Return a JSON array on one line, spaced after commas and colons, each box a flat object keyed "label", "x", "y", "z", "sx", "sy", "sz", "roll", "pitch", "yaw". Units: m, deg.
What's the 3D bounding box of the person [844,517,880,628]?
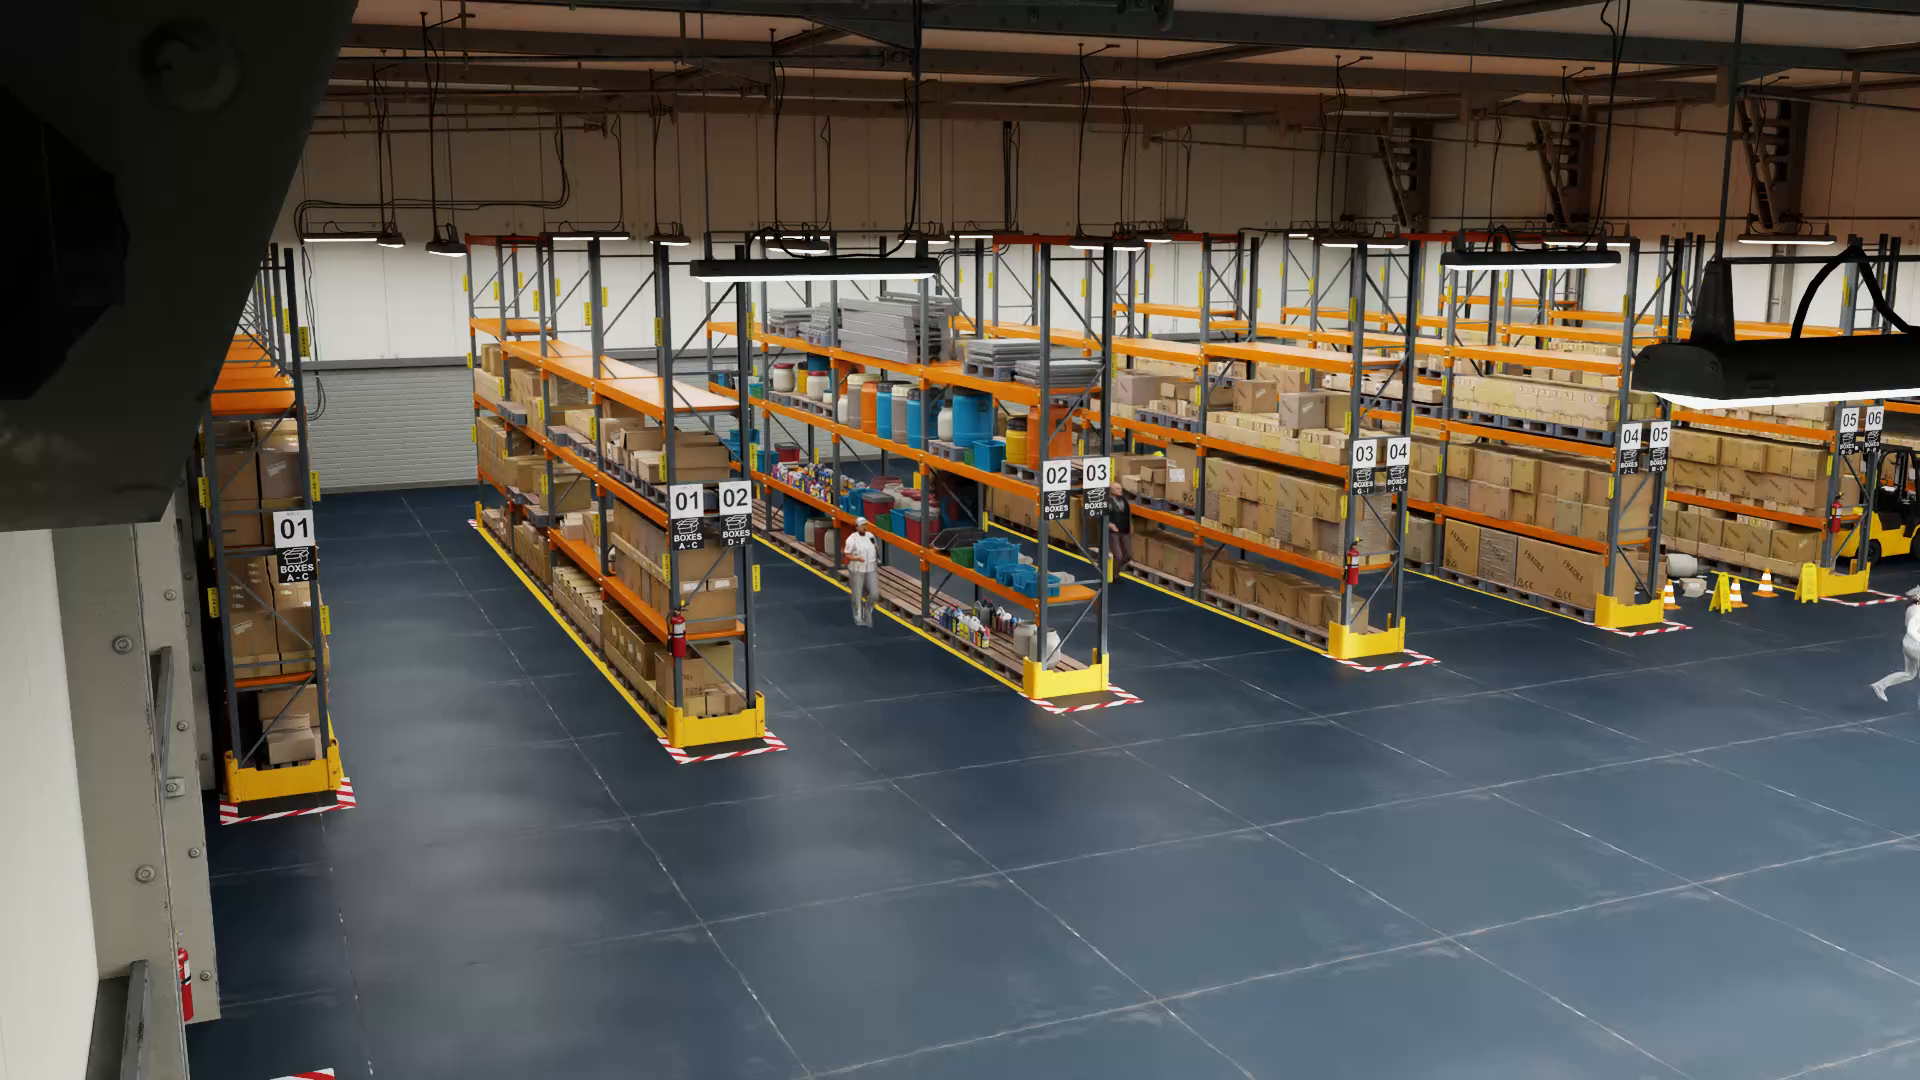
[{"label": "person", "x": -1.417, "y": 0.507, "z": 24.818, "sx": 0.591, "sy": 1.711, "sz": 0.576, "roll": -5, "pitch": 12, "yaw": -25}]

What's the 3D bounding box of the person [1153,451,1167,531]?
[{"label": "person", "x": 3.880, "y": -0.861, "z": 32.997, "sx": 0.663, "sy": 1.825, "sz": 0.769, "roll": -5, "pitch": 12, "yaw": -24}]

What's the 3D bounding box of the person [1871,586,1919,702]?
[{"label": "person", "x": 12.327, "y": 1.399, "z": 21.483, "sx": 0.862, "sy": 1.667, "sz": 0.625, "roll": 2, "pitch": 11, "yaw": 12}]

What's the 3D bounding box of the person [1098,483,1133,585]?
[{"label": "person", "x": 2.631, "y": -0.100, "z": 27.726, "sx": 0.657, "sy": 1.689, "sz": 0.561, "roll": -6, "pitch": 12, "yaw": -27}]
